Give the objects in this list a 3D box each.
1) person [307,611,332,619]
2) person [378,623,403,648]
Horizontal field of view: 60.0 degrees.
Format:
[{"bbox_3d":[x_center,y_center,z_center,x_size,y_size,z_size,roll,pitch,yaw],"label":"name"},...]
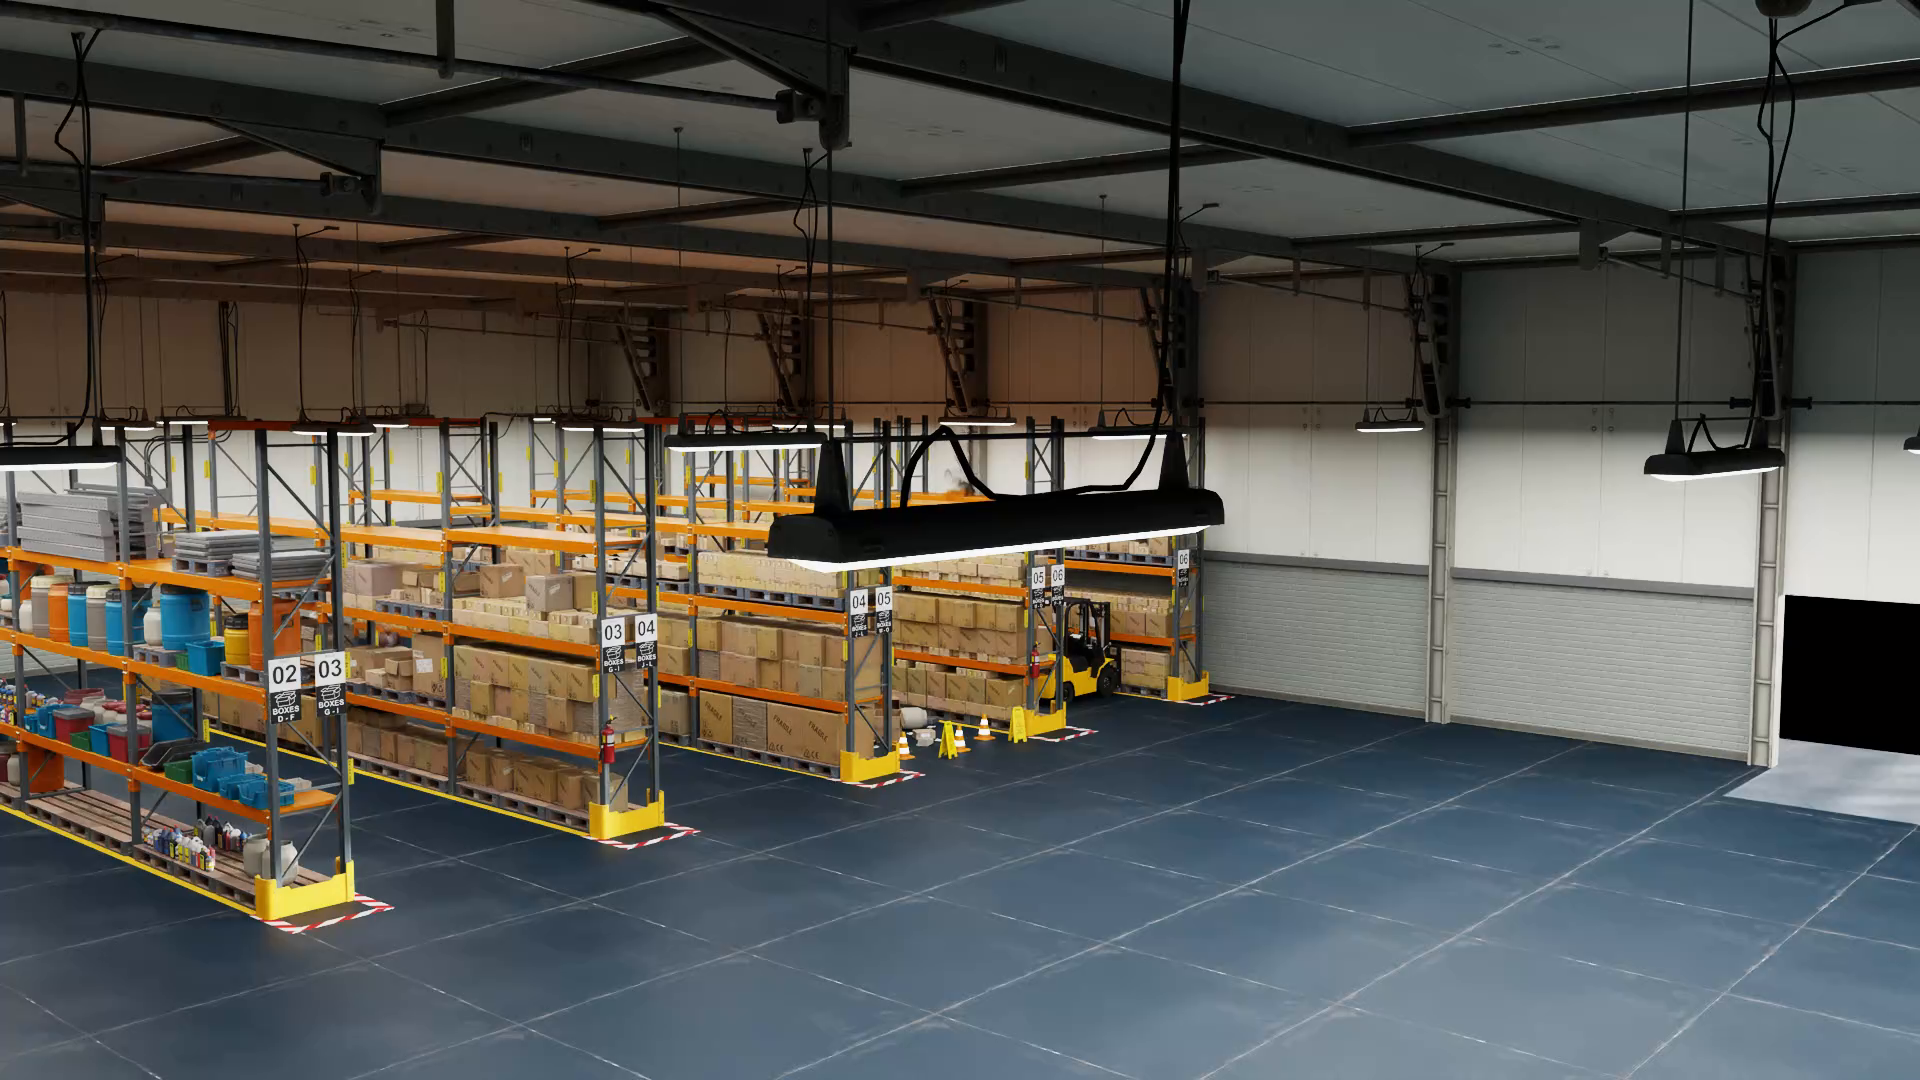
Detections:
[{"bbox_3d":[-14.757,2.250,38.323,0.746,1.774,0.656,1,5,10],"label":"person"},{"bbox_3d":[-11.952,2.569,34.884,0.721,1.738,0.578,-4,6,-42],"label":"person"}]
